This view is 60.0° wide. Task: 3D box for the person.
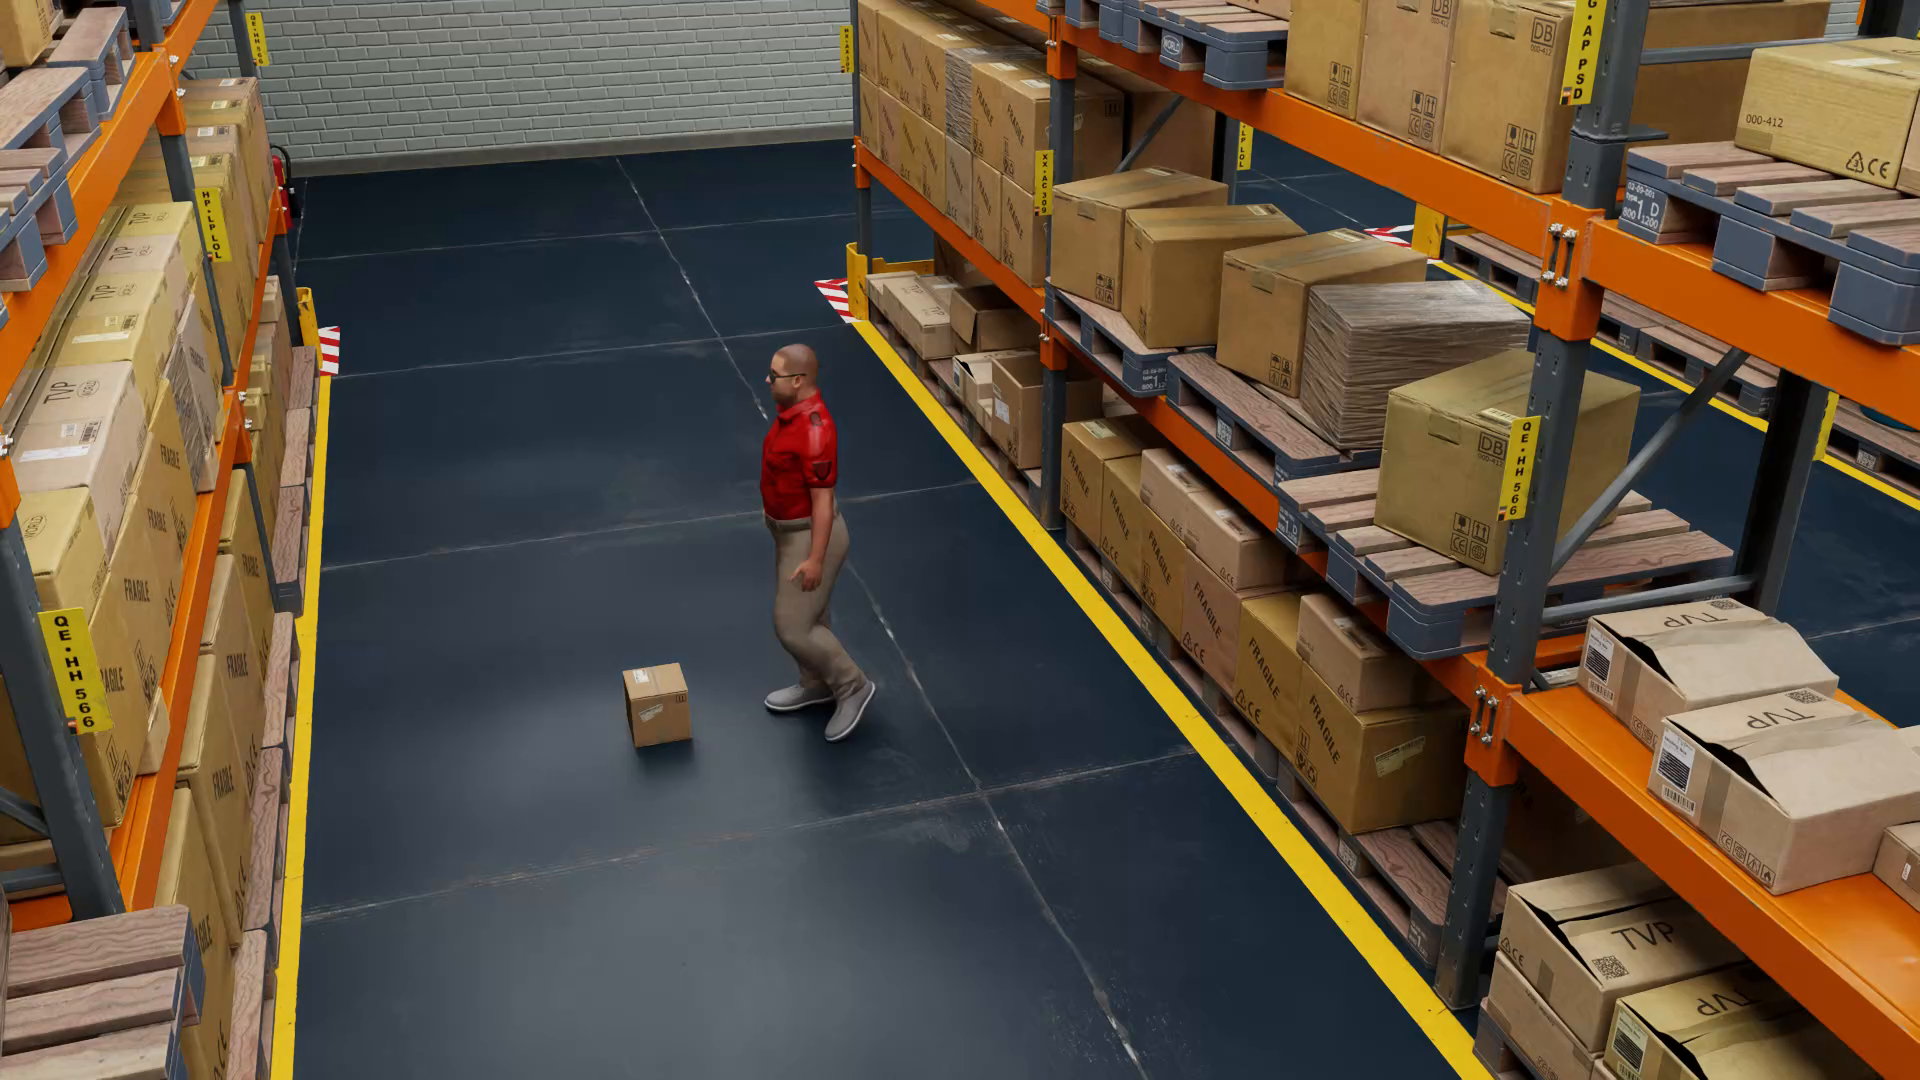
[{"bbox_3d":[-0.634,-0.007,7.131,0.471,1.739,0.585,-7,27,-14],"label":"person"}]
